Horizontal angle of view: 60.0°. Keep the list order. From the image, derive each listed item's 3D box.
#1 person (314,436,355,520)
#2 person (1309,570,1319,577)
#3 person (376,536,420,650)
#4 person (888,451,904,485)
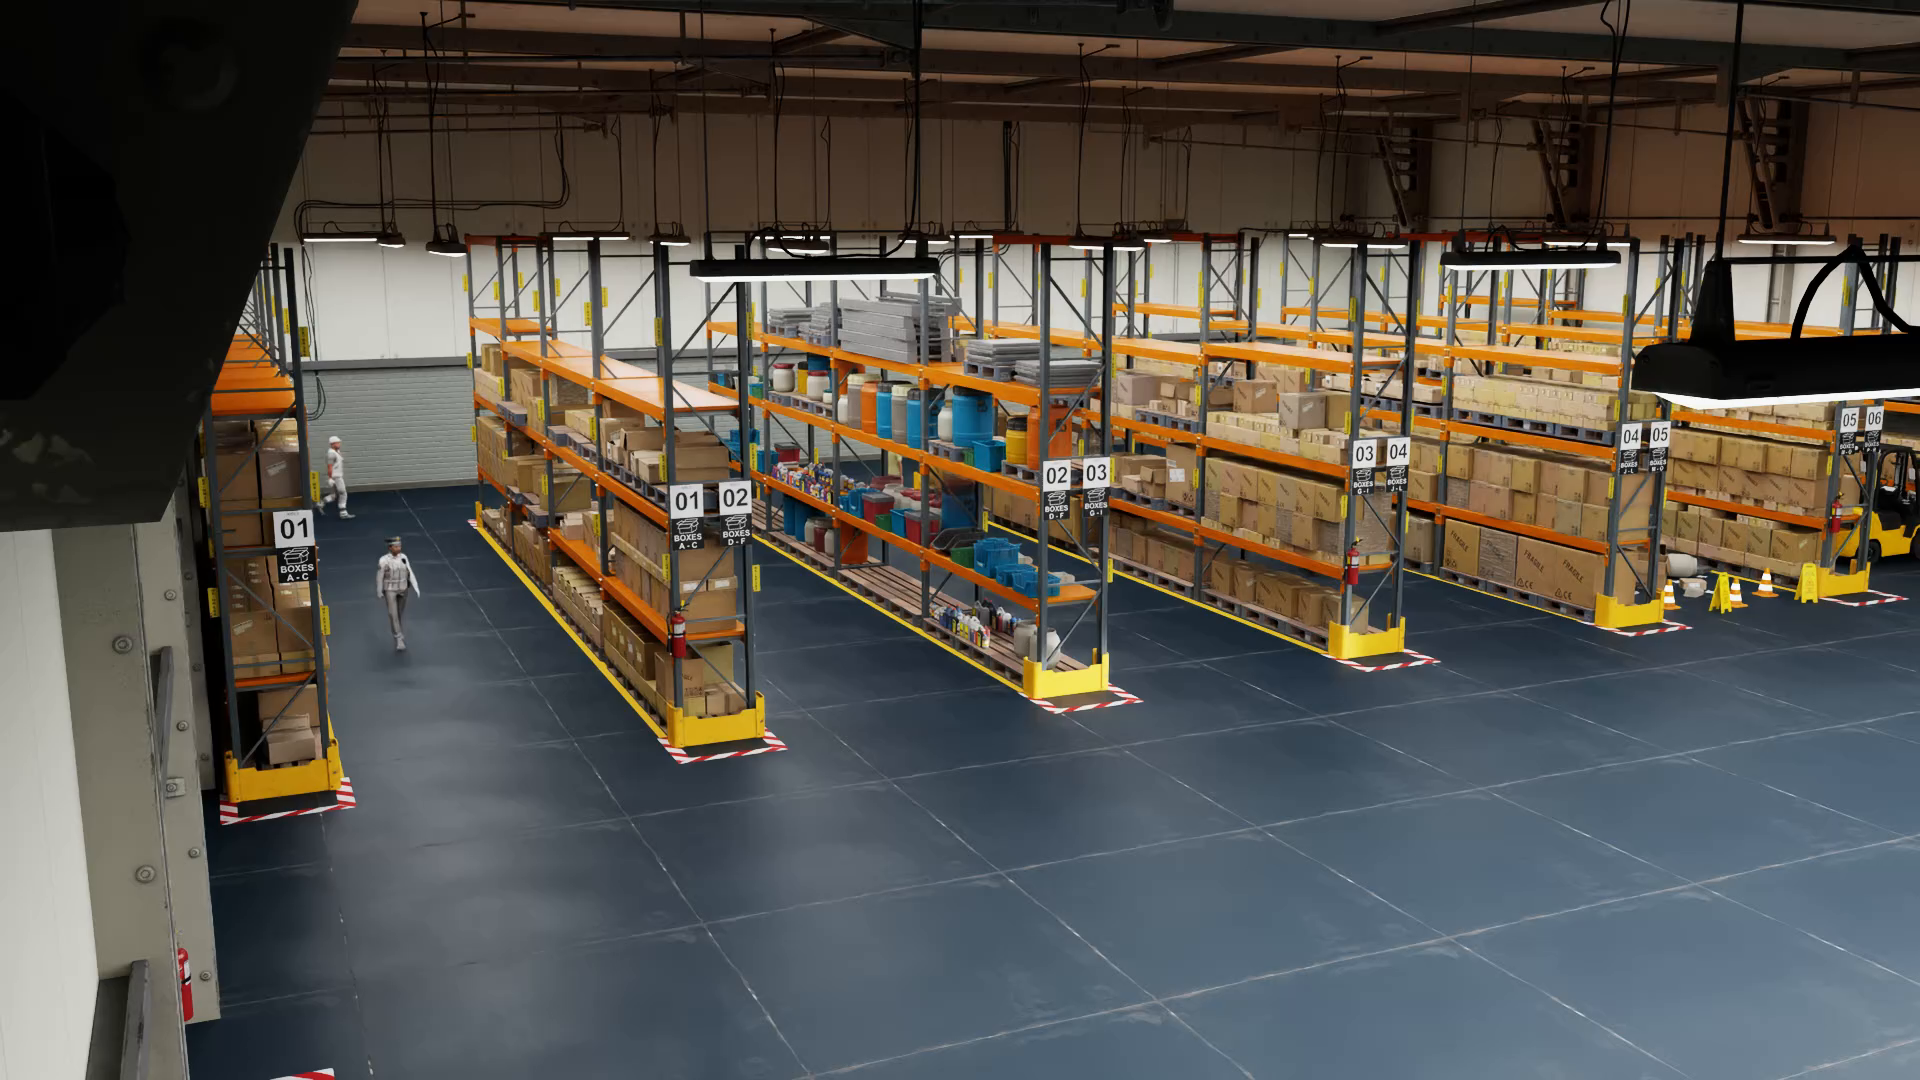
[{"bbox_3d":[-13.286,-1.315,35.202,0.785,1.774,0.510,-5,12,-23],"label":"person"},{"bbox_3d":[6.409,-0.224,29.860,0.580,1.775,0.550,-4,12,-21],"label":"person"},{"bbox_3d":[-8.403,0.741,24.867,0.558,1.617,0.998,-8,14,-36],"label":"person"},{"bbox_3d":[-1.465,-1.364,35.769,0.486,1.671,0.517,3,11,16],"label":"person"}]
